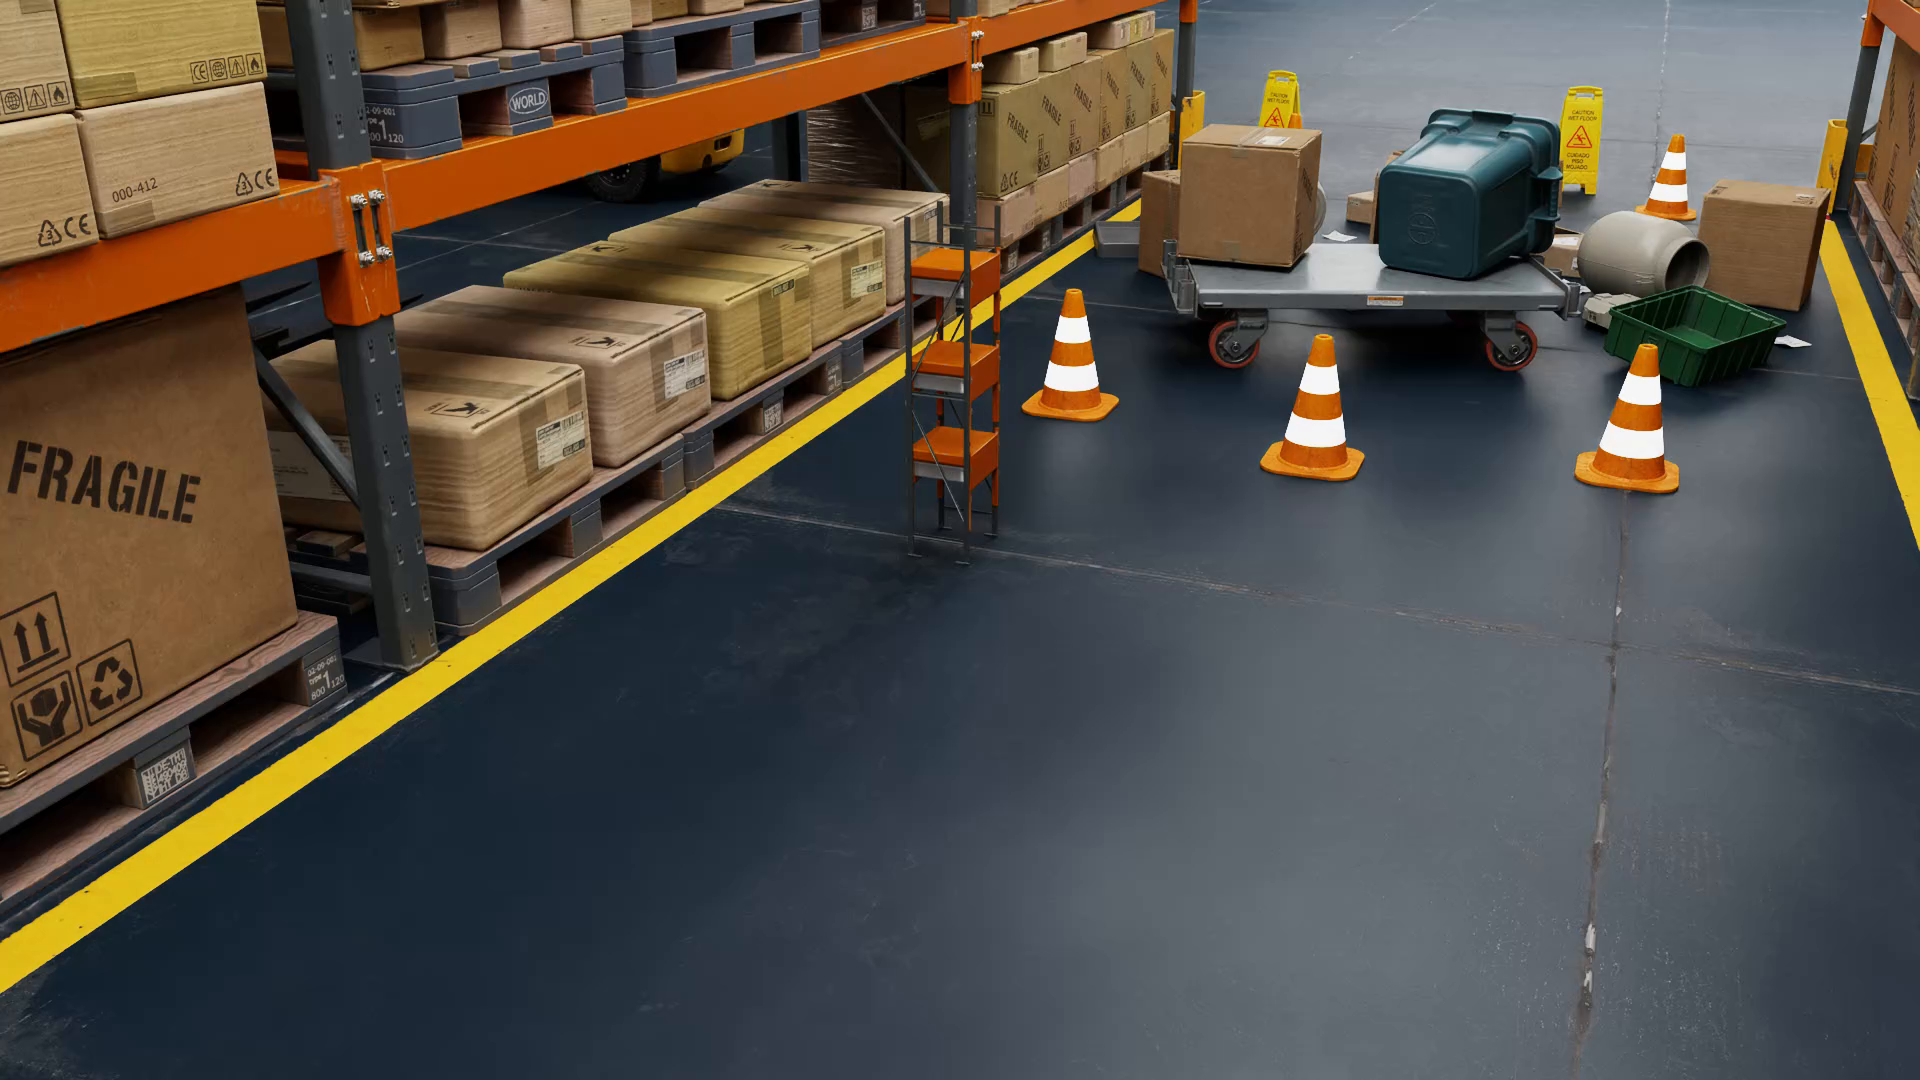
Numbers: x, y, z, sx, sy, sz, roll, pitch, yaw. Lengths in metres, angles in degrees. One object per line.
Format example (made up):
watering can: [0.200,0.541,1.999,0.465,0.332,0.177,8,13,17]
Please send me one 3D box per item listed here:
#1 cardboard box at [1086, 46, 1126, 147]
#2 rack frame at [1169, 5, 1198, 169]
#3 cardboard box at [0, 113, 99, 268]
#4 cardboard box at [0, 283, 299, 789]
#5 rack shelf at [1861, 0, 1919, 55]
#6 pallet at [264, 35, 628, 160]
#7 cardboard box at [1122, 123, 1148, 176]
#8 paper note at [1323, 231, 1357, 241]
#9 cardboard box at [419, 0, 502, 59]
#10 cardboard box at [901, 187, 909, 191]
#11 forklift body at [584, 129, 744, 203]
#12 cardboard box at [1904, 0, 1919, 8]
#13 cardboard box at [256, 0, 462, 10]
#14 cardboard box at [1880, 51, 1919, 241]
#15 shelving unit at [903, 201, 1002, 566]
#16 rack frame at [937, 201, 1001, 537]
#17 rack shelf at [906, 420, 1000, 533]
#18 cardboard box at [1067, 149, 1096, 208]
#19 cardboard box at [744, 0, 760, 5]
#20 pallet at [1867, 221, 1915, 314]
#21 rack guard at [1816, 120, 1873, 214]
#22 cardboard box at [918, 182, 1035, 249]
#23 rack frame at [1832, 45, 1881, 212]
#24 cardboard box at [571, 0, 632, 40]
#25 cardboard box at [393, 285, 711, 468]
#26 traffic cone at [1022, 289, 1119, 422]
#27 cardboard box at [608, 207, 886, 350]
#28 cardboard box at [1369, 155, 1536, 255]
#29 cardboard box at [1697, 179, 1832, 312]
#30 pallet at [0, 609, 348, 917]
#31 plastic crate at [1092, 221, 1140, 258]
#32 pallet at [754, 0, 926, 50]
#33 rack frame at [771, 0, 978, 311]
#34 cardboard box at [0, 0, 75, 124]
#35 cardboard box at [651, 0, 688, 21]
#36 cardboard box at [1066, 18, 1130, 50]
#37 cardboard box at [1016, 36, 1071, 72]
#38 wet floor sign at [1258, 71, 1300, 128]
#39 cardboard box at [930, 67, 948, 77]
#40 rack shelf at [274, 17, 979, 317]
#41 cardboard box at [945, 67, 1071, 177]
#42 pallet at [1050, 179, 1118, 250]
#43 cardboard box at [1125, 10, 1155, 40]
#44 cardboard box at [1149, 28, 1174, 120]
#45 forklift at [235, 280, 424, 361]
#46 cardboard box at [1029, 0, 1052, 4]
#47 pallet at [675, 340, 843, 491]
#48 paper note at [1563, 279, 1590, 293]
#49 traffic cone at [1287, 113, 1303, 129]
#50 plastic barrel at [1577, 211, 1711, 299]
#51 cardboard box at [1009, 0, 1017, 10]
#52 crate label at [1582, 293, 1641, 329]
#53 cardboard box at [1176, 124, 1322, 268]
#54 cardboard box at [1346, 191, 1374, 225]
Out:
cardboard box: [0.638,-2.563,9.543,0.500,0.500,0.500,8,24,19]
rack frame: [1.078,-3.983,10.893,1.000,3.000,0.127,9,24,20]
cardboard box: [-2.015,-0.647,3.103,0.500,0.250,0.500,9,24,21]
cardboard box: [-2.227,-0.098,3.804,0.875,0.875,0.875,9,24,20]
rack shelf: [4.969,-2.262,7.708,1.077,0.370,4.000,9,24,20]
pallet: [-1.727,-1.302,4.723,1.213,0.211,1.003,9,24,20]
cardboard box: [0.828,-2.396,10.116,0.500,0.250,0.500,9,24,20]
paper note: [2.121,-1.702,9.299,0.148,0.019,0.142,19,29,38]
cardboard box: [-1.464,-1.384,4.452,0.380,0.149,0.250,7,24,17]
cardboard box: [-0.437,-1.726,8.513,0.500,0.250,0.500,10,25,22]
forklift body: [-2.542,-3.360,10.505,2.313,2.155,1.214,9,24,20]
cardboard box: [5.107,-2.858,8.005,0.875,0.550,0.550,9,24,20]
cardboard box: [-1.511,-1.625,4.188,0.500,0.500,0.500,8,24,19]
cardboard box: [5.196,-1.956,8.253,0.875,0.875,0.875,8,24,19]
shelving unit: [-0.020,-0.465,5.002,0.215,1.050,0.252,9,24,20]
rack frame: [0.025,-0.509,5.106,0.200,1.050,0.008,9,24,20]
rack shelf: [-0.020,-0.199,5.113,0.215,0.259,0.240,9,24,20]
cardboard box: [0.445,-2.032,9.244,0.500,0.250,0.500,8,24,19]
cardboard box: [-0.928,-1.963,5.838,0.380,0.149,0.250,8,24,18]
pallet: [5.033,-1.291,8.067,1.003,0.211,1.213,9,24,20]
rack guard: [5.721,-2.165,9.785,1.175,0.500,0.348,9,24,20]
cardboard box: [0.063,-1.649,8.328,0.500,0.250,0.500,8,24,18]
rack frame: [5.712,-3.310,9.283,1.000,3.000,0.127,9,24,20]
cardboard box: [-1.198,-1.570,4.899,0.380,0.149,0.250,9,24,20]
cardboard box: [-1.407,-0.567,5.580,0.950,0.372,0.625,8,24,19]
traffic cone: [0.432,-0.736,6.413,0.336,0.463,0.334,9,24,20]
cardboard box: [-0.864,-1.087,6.824,0.950,0.372,0.625,10,25,23]
cardboard box: [2.437,-1.566,8.171,0.797,0.637,0.503,9,24,20]
cardboard box: [3.850,-1.429,8.019,0.500,0.500,0.500,13,26,29]
pallet: [-2.256,0.438,3.927,1.003,0.211,1.213,9,24,20]
plastic crate: [0.937,-1.648,9.093,0.402,0.080,0.583,1,23,2]
pallet: [-0.826,-2.210,6.898,1.003,0.211,1.213,9,24,20]
rack frame: [-0.407,-2.551,7.466,1.000,3.000,0.127,9,24,20]
cardboard box: [-2.024,-0.888,3.029,0.500,0.250,0.500,8,24,19]
cardboard box: [-1.112,-1.775,5.388,0.380,0.149,0.250,10,25,22]
cardboard box: [0.753,-2.904,9.519,0.380,0.149,0.250,10,25,22]
cardboard box: [0.354,-2.514,8.586,0.380,0.149,0.250,10,25,22]
wet floor sign: [2.142,-2.811,11.142,0.267,0.644,0.232,19,29,38]
cardboard box: [-0.249,-2.255,8.806,0.500,0.500,0.500,9,24,21]
rack shelf: [-1.150,-1.503,5.891,1.077,0.370,4.000,9,24,20]
cardboard box: [0.250,-2.188,8.646,0.500,0.500,0.500,10,25,22]
pallet: [0.261,-1.948,9.640,1.003,0.211,1.213,9,24,20]
cardboard box: [0.949,-3.088,9.959,0.380,0.149,0.250,10,24,22]
cardboard box: [1.023,-2.930,10.421,0.500,0.500,0.500,9,24,20]
forklift: [-3.185,-1.723,5.573,1.130,2.935,3.031,8,24,19]
cardboard box: [0.248,-2.783,8.346,0.380,0.149,0.250,10,25,22]
pallet: [-1.147,-0.548,6.287,1.003,0.211,1.213,9,24,20]
paper note: [3.031,-1.253,8.220,0.172,0.023,0.155,19,29,38]
traffic cone: [2.116,-2.473,10.571,0.336,0.463,0.334,9,24,20]
plastic barrel: [3.223,-1.315,7.850,0.421,0.421,0.512,-12,25,-26]
cardboard box: [0.053,-2.600,7.908,0.380,0.149,0.250,10,24,22]
crate label: [2.987,-1.026,7.530,0.298,0.136,0.250,-7,24,-17]
cardboard box: [1.256,-1.503,7.217,0.500,0.500,0.500,9,24,20]
cardboard box: [2.467,-1.909,9.628,0.250,0.149,0.380,-17,28,-35]
